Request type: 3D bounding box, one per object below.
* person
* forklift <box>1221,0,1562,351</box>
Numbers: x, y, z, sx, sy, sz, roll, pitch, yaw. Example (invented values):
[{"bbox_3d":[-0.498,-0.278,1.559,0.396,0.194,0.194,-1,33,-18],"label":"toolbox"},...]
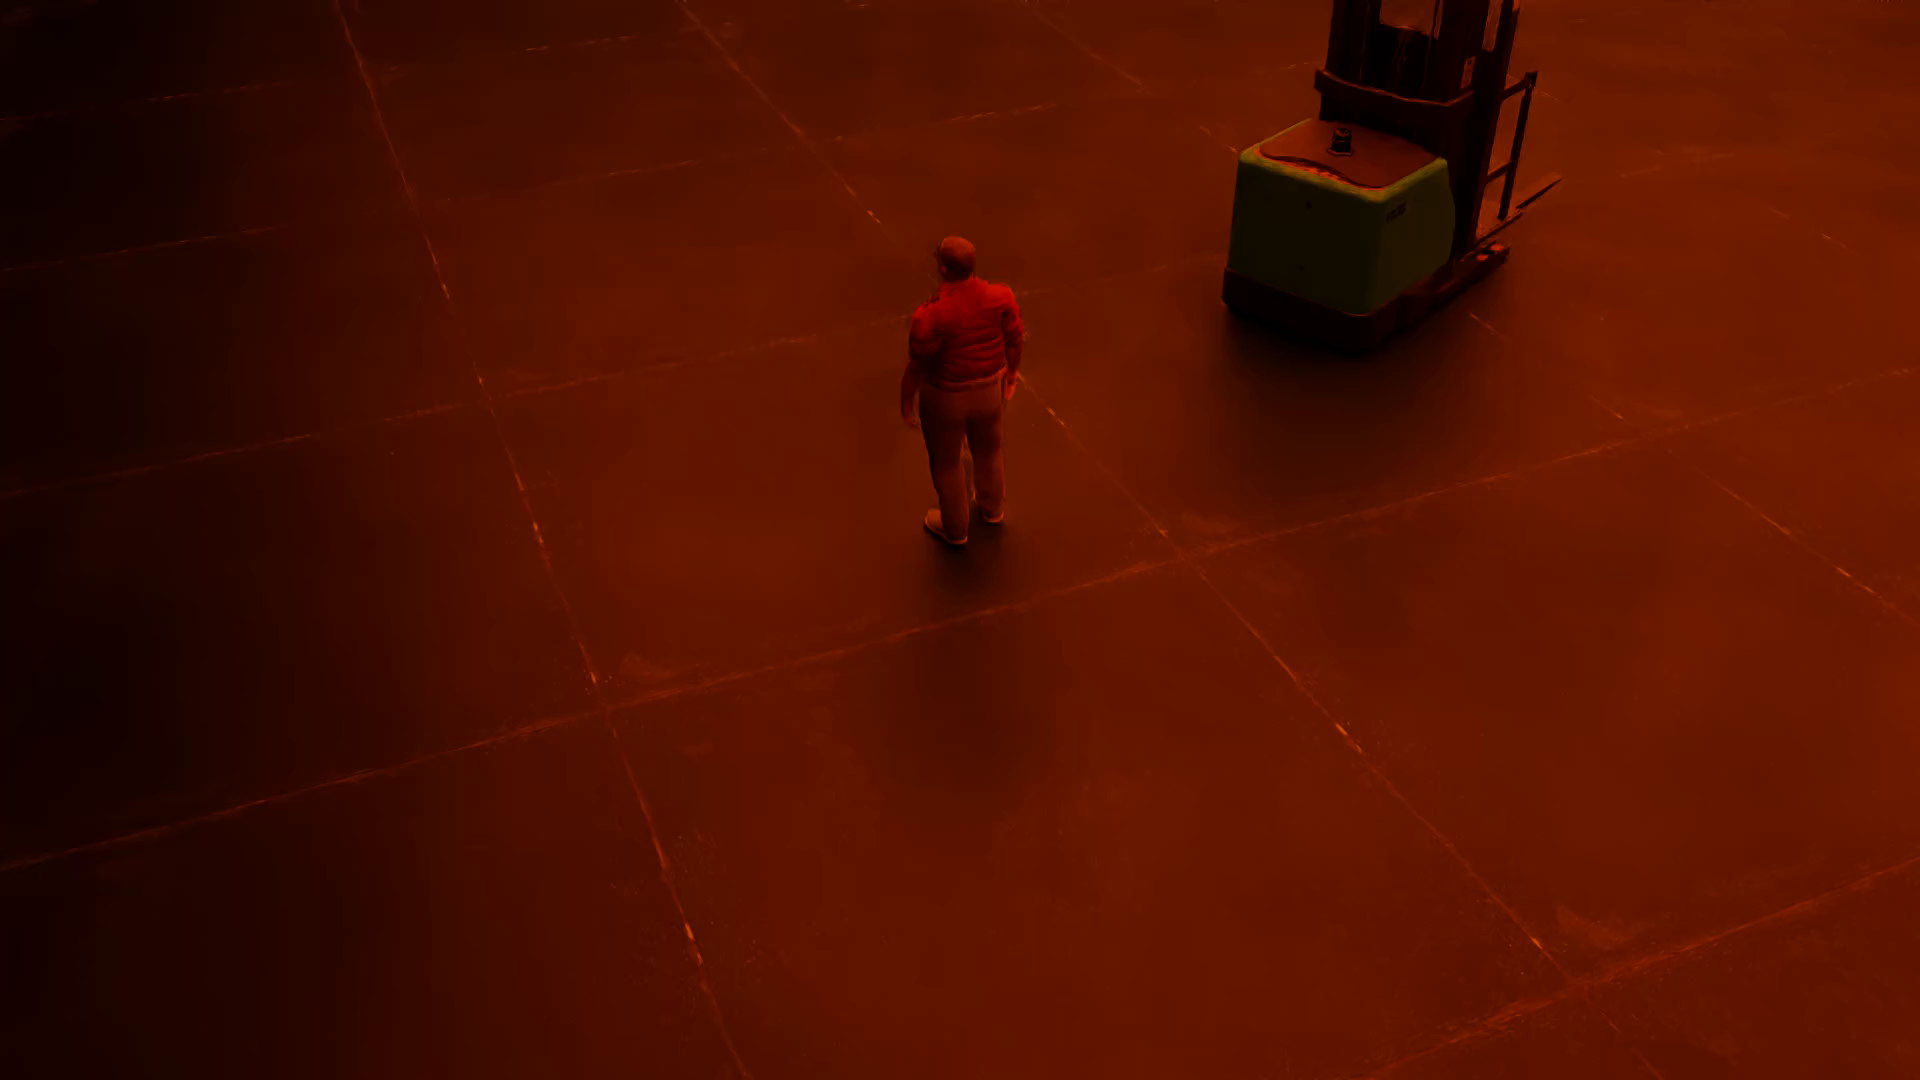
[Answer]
[{"bbox_3d":[-0.024,-0.761,8.194,0.640,1.727,0.550,-14,38,-19],"label":"person"},{"bbox_3d":[3.046,-3.114,10.477,1.130,2.935,3.031,28,44,33],"label":"forklift"}]
